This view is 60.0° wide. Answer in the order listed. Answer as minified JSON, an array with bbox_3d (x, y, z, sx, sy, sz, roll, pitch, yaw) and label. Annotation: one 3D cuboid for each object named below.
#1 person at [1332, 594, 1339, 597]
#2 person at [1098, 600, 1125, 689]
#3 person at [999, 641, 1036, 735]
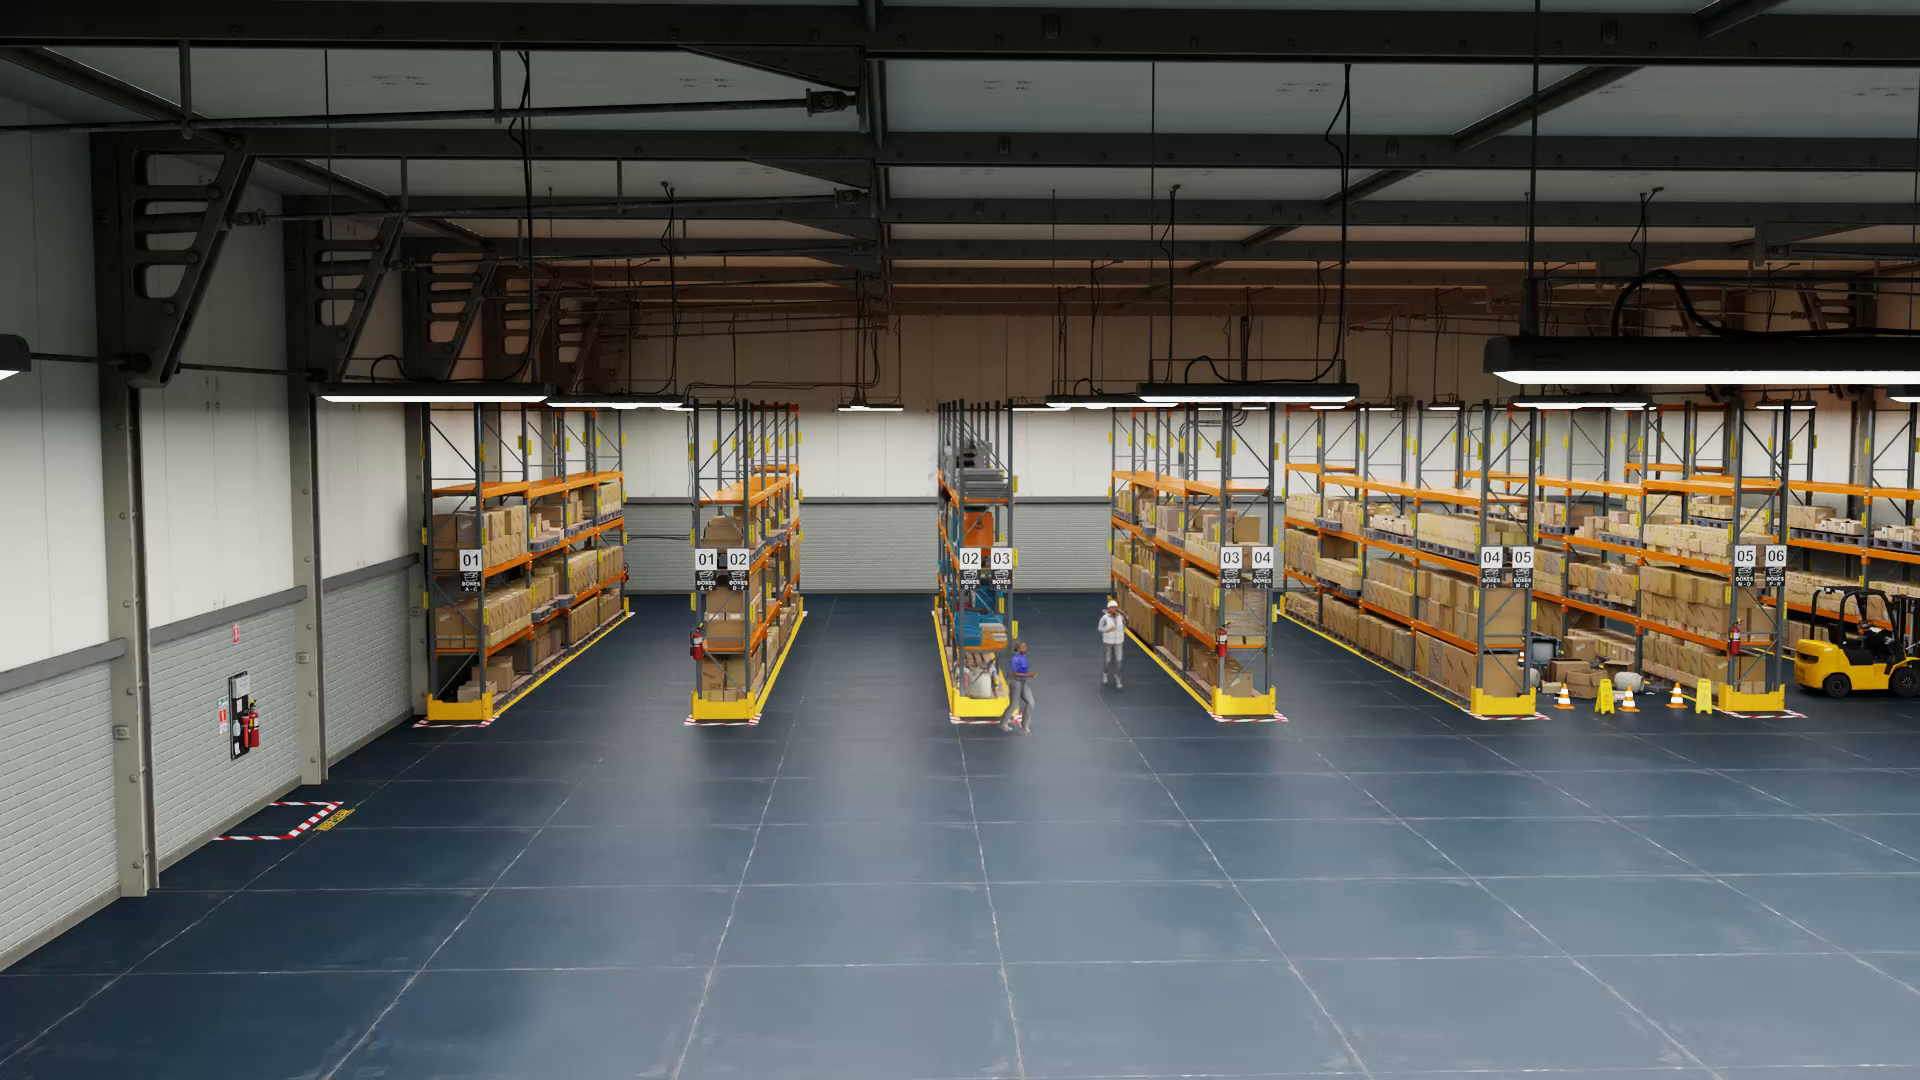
[{"bbox_3d":[10.944,1.243,48.297,0.658,1.673,0.687,-3,5,-36],"label":"person"},{"bbox_3d":[3.190,2.175,34.920,0.658,1.829,0.828,-1,4,-10],"label":"person"},{"bbox_3d":[1.058,2.655,29.736,0.746,1.724,0.585,2,5,29],"label":"person"}]
